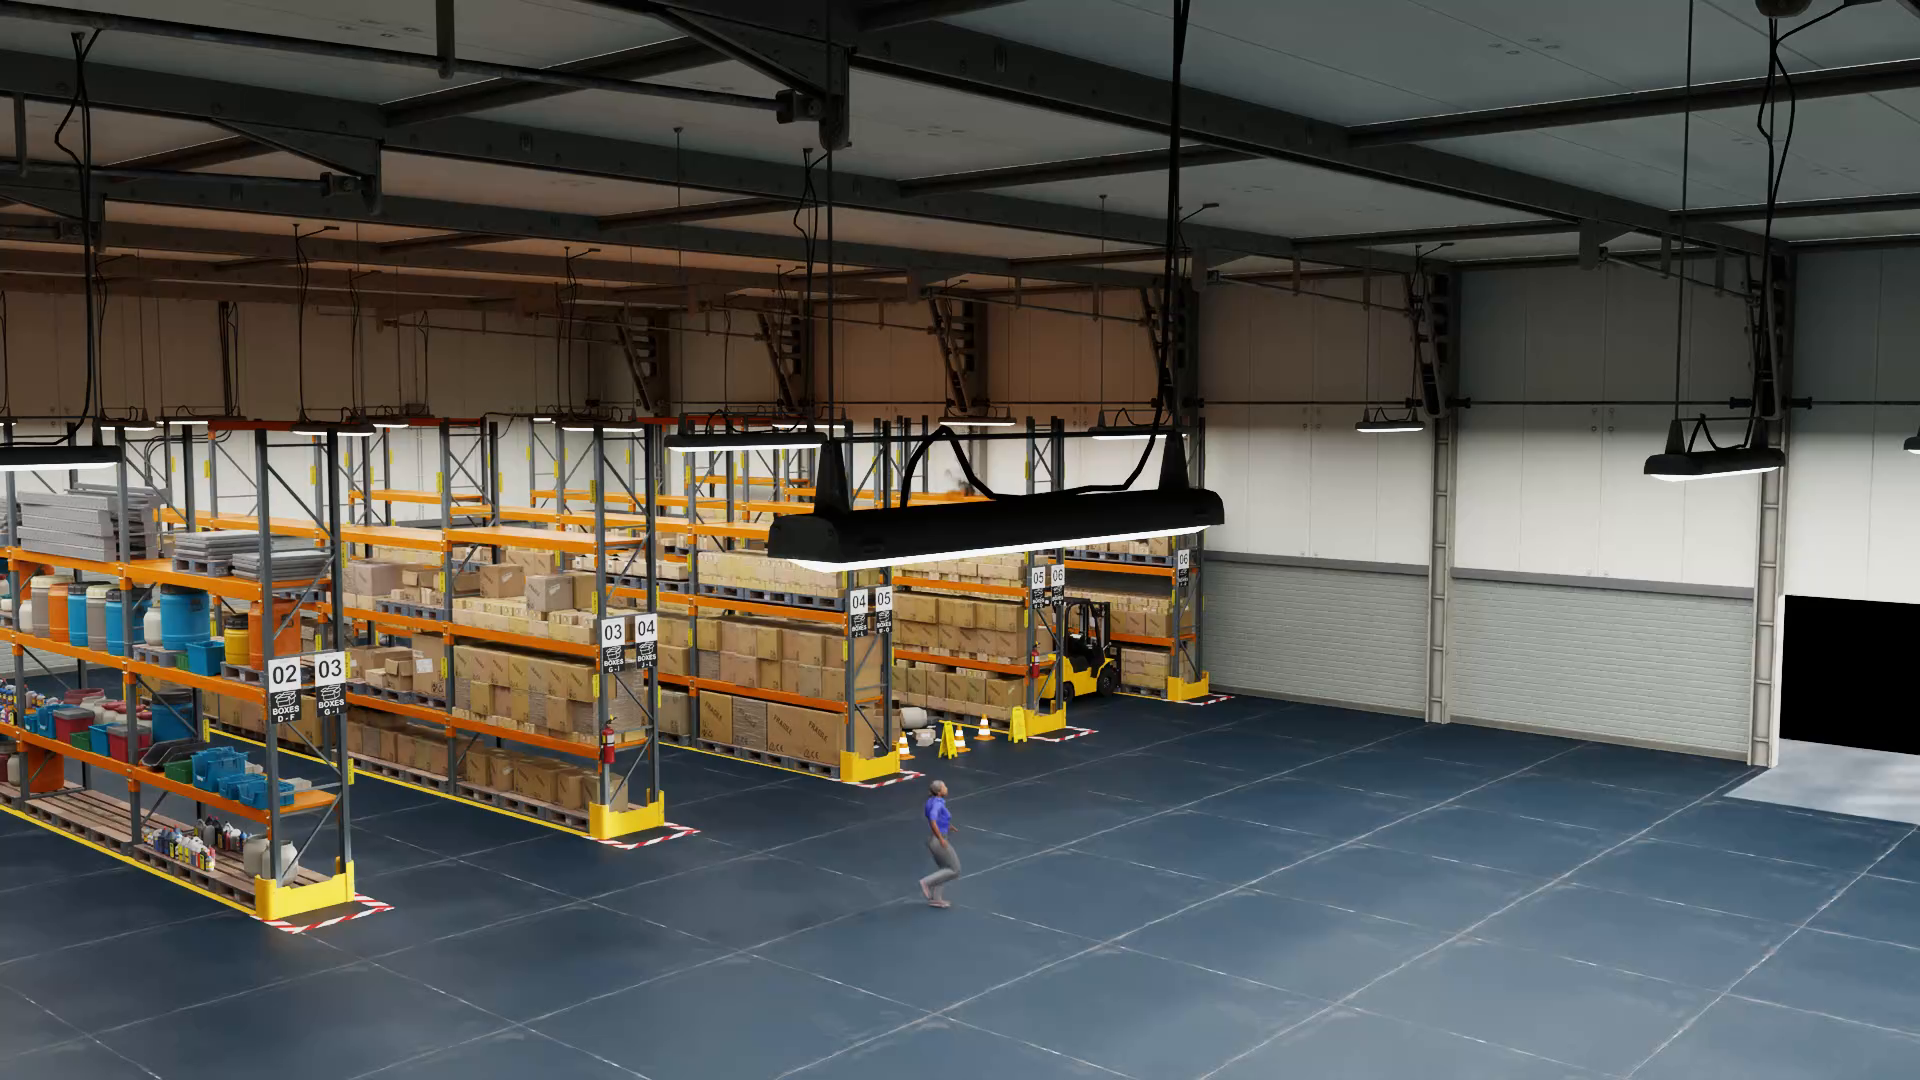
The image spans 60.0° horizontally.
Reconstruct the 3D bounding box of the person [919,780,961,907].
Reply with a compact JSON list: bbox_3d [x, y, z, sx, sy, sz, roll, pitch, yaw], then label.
[{"bbox_3d":[-0.269,3.802,20.816,0.533,1.613,0.625,-1,5,-13],"label":"person"}]

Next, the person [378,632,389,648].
[{"bbox_3d":[-14.198,2.100,40.605,0.631,1.772,1.088,2,5,22],"label":"person"}]
